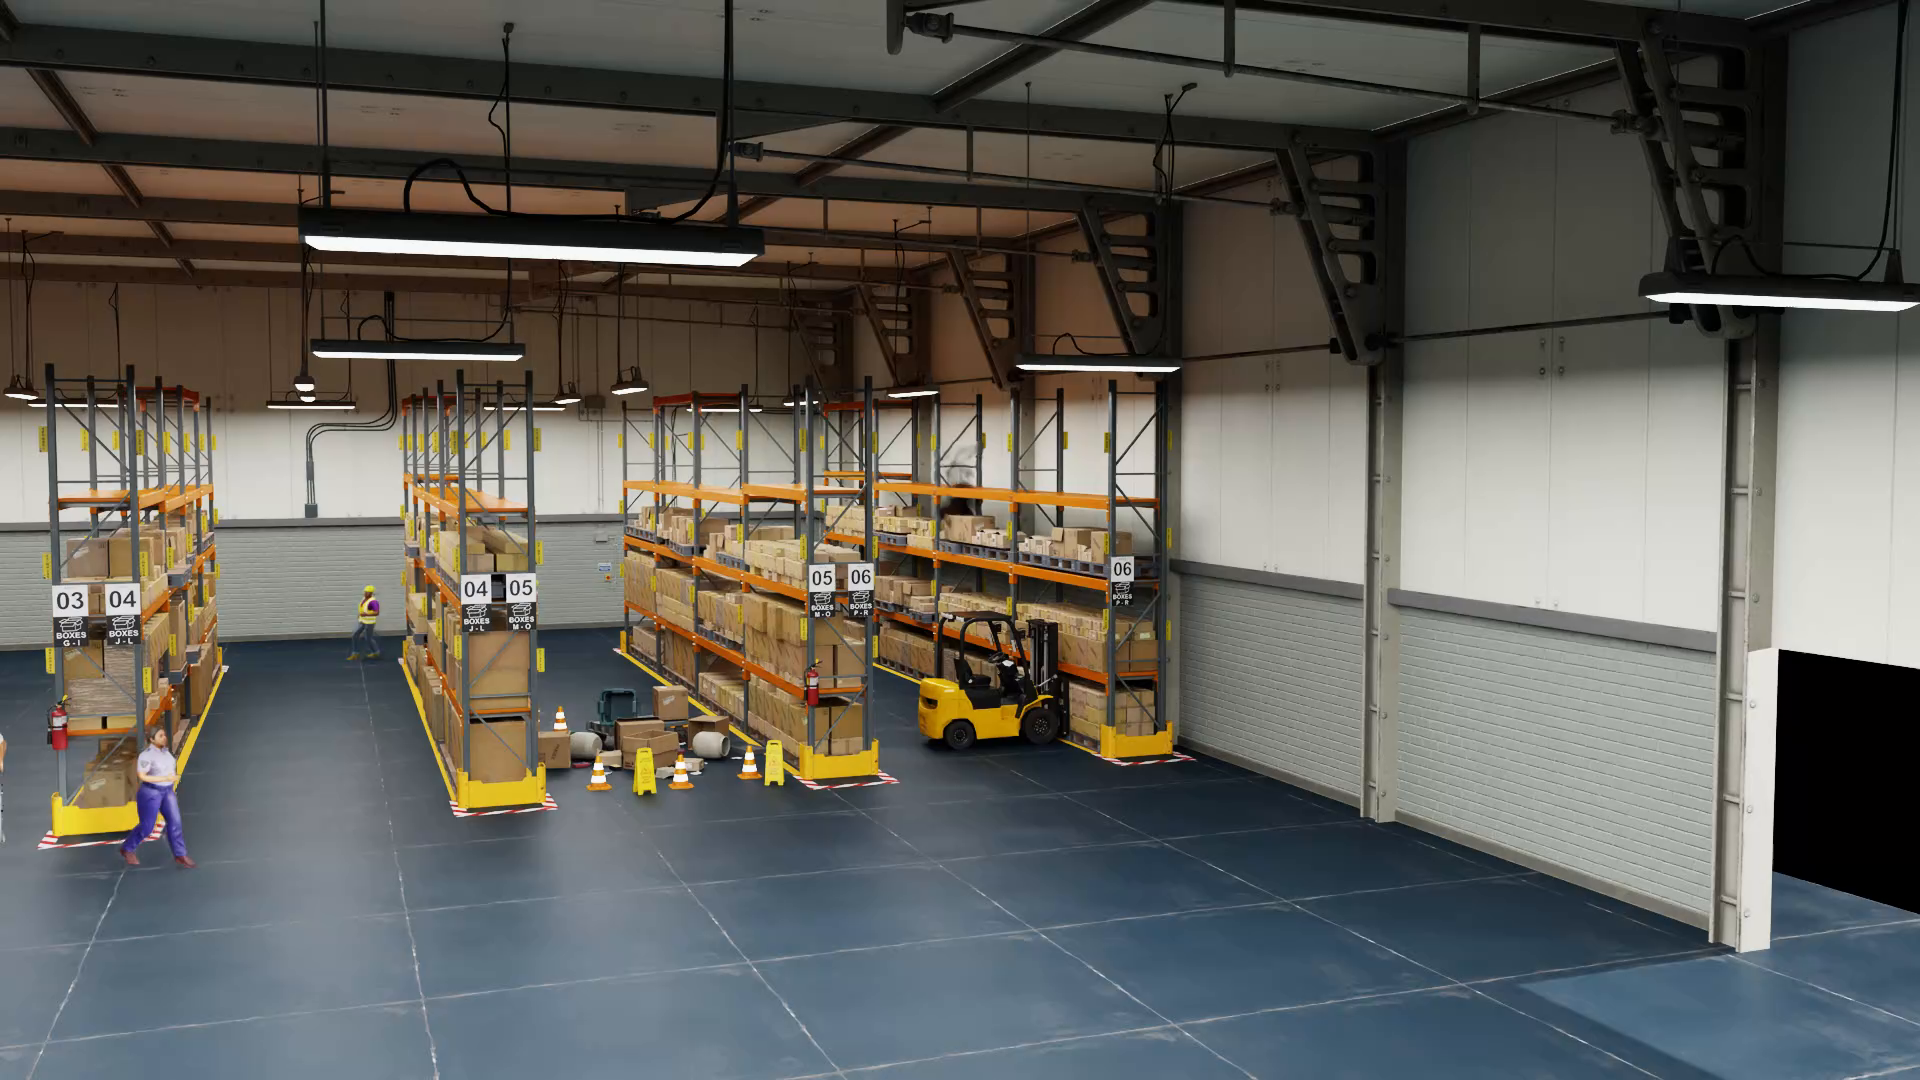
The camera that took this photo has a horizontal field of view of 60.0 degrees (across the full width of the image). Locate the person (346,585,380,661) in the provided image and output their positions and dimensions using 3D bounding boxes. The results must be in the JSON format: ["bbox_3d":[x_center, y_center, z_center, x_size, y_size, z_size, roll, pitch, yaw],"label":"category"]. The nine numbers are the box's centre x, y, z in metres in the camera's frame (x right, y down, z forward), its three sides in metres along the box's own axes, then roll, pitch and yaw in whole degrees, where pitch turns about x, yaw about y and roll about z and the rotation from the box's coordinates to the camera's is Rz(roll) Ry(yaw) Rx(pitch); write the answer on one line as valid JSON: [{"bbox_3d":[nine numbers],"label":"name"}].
[{"bbox_3d":[-13.596,1.908,38.220,0.772,1.744,0.731,2,4,35],"label":"person"}]

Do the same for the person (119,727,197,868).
[{"bbox_3d":[-9.444,3.023,19.527,0.900,1.676,0.618,1,3,12],"label":"person"}]

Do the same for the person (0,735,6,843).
[{"bbox_3d":[-12.290,2.973,20.843,0.630,1.684,0.762,-2,4,-34],"label":"person"}]
